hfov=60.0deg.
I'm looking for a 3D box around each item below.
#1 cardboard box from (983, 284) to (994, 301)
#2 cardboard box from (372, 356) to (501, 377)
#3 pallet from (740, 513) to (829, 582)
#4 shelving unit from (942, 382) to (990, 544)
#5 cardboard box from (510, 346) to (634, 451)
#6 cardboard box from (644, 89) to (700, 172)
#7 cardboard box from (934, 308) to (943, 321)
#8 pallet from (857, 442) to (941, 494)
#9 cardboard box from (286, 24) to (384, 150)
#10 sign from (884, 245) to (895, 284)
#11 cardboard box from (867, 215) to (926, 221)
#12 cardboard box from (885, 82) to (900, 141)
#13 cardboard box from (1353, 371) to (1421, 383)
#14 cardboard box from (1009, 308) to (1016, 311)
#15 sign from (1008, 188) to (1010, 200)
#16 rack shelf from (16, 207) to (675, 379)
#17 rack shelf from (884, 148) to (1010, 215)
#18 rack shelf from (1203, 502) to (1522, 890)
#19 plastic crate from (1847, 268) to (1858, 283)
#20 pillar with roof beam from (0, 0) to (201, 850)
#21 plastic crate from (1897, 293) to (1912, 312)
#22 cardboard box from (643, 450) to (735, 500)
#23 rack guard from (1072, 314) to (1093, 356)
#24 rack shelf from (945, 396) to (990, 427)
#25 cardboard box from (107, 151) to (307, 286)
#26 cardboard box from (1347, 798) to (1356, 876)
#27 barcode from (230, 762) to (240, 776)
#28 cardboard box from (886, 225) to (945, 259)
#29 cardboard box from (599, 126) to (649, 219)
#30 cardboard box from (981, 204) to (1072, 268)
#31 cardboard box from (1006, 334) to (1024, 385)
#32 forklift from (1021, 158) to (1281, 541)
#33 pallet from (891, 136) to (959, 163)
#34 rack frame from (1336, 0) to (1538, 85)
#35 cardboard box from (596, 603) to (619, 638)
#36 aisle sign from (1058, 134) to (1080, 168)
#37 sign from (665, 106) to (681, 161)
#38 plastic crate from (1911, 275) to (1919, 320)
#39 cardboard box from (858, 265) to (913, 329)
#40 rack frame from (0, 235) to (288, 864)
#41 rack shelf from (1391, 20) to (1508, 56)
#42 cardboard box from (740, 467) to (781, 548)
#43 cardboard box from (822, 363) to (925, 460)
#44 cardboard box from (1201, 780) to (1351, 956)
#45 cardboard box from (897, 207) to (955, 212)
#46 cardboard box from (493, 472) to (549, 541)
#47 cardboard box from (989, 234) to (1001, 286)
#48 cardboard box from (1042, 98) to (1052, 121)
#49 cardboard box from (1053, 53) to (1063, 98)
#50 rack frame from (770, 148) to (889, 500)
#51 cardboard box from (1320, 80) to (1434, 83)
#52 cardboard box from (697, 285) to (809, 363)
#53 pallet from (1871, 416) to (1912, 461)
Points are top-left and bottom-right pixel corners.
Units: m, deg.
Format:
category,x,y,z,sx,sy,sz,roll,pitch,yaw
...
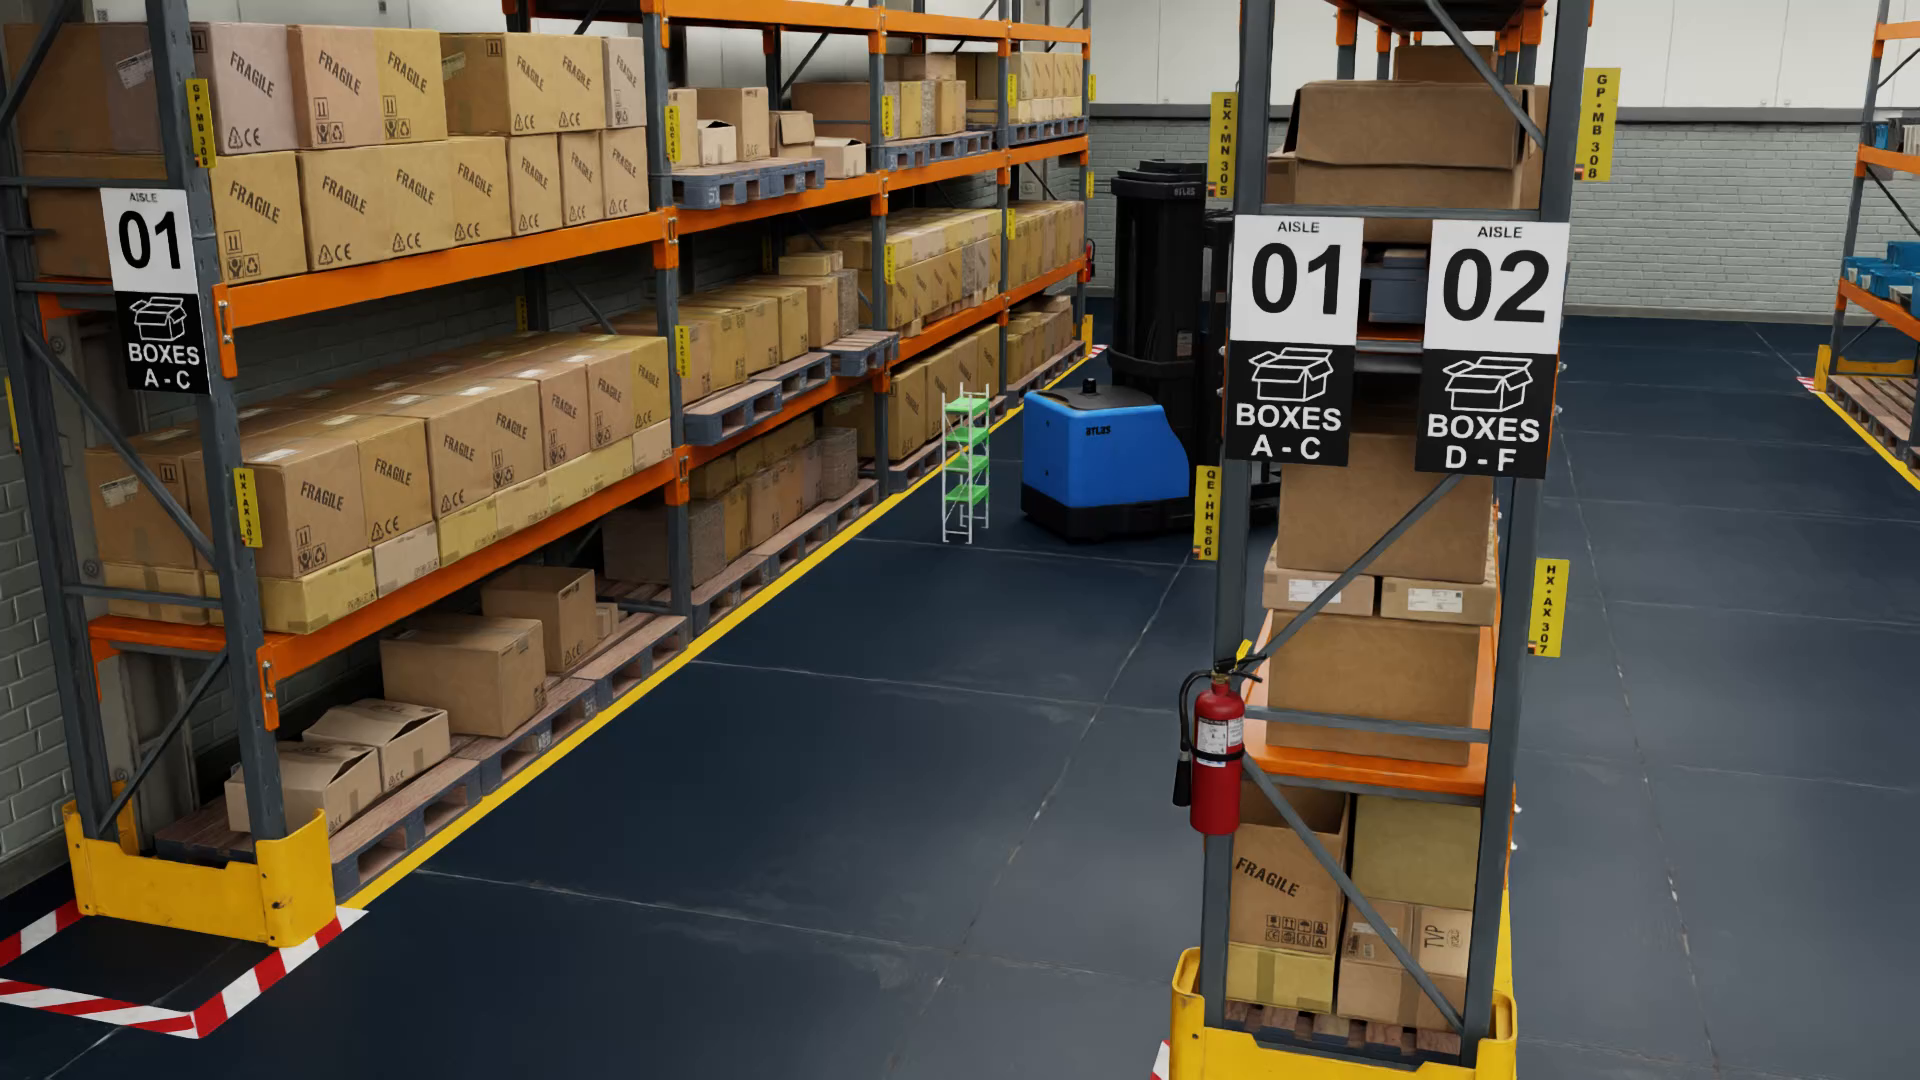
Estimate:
category,x,y,z,sx,sy,sz,roll,pitch,yaw
cardboard box,0.142,-2.605,17.442,0.380,0.149,0.250,5,17,17
cardboard box,-2.889,-0.728,9.265,0.500,0.500,0.500,5,17,17
pallet,-1.693,0.016,12.888,1.003,0.211,1.213,5,16,16
shelving unit,0.047,-0.621,13.318,0.258,1.200,0.503,5,16,16
cardboard box,-2.232,-0.822,9.593,0.500,0.500,0.500,5,16,16
cardboard box,-2.026,-2.632,10.662,0.500,0.500,0.500,7,17,24
cardboard box,-0.380,-2.208,16.039,0.380,0.149,0.250,5,17,16
pallet,-0.825,-0.707,15.437,1.003,0.211,1.213,5,16,16
cardboard box,-2.861,-1.947,7.146,0.500,0.500,0.500,4,16,15
sign,-0.598,-2.328,14.063,0.100,0.325,0.005,5,16,16
cardboard box,-0.645,-3.088,16.578,0.500,0.250,0.500,4,16,14
cardboard box,-0.938,-3.825,14.833,0.700,0.500,0.500,4,16,13
cardboard box,1.803,-0.450,6.856,0.700,0.500,0.500,5,16,16
cardboard box,0.462,-2.712,20.017,0.380,0.149,0.250,4,16,15
sign,0.622,-4.441,21.757,0.100,0.325,0.005,5,16,16
rack shelf,-2.826,-1.376,8.504,1.077,0.370,4.000,5,16,16
rack shelf,-0.553,-3.469,15.883,1.077,0.370,4.000,5,16,16
rack shelf,1.924,0.451,7.562,1.077,0.370,4.000,5,16,16
plastic crate,10.095,-2.959,18.637,0.250,0.136,0.298,5,16,16
pillar with roof beam,0.103,-2.558,5.857,9.100,9.000,0.400,5,16,16
plastic crate,9.575,-2.337,16.466,0.437,0.125,0.590,5,16,16
cardboard box,-1.943,-0.481,11.929,0.500,0.250,0.500,4,16,15
rack guard,1.159,-2.745,22.092,1.175,0.500,0.348,5,16,16
rack shelf,0.047,-1.021,13.205,0.258,0.148,0.480,5,16,16
cardboard box,-3.060,-1.324,6.785,0.500,0.500,0.500,5,17,17
cardboard box,1.496,1.323,7.439,0.500,0.250,0.500,5,16,16
barcode,-3.490,1.112,8.016,0.001,0.075,0.075,5,16,16
cardboard box,-0.455,-2.781,15.497,0.500,0.250,0.500,5,17,16
cardboard box,-2.165,-2.151,9.698,0.500,0.500,0.500,5,17,17
cardboard box,0.821,-3.760,20.540,0.980,0.700,0.700,4,16,15
cardboard box,0.326,-2.082,18.984,0.700,0.500,0.500,5,17,17
forklift,2.079,-1.639,13.736,3.031,2.935,1.130,-6,17,-21
pallet,-0.674,-3.666,15.607,1.003,0.211,1.213,5,17,18
rack frame,2.493,-3.305,8.490,1.000,3.000,0.127,5,16,16
cardboard box,-2.381,0.492,10.485,0.380,0.166,0.250,2,16,9
aisle sign,1.460,-5.188,21.358,0.394,0.787,0.004,5,16,16
sign,-1.735,-2.454,10.039,0.100,0.325,0.005,5,16,16
plastic crate,9.320,-2.296,15.848,0.392,0.384,0.575,5,16,16
cardboard box,-0.738,-2.157,14.671,0.500,0.500,0.500,5,17,18
rack frame,-3.395,0.244,6.970,1.000,3.000,0.127,5,16,16
rack shelf,4.198,-4.336,14.177,1.077,0.370,4.000,5,16,16
cardboard box,-1.782,-0.274,12.574,0.700,0.500,0.500,5,17,17
cardboard box,-0.786,-1.199,15.228,0.750,0.750,0.750,4,16,15
cardboard box,1.223,1.224,6.411,0.500,0.500,0.500,5,16,16
cardboard box,-0.365,-3.356,17.527,0.500,0.250,0.500,5,17,18
cardboard box,-2.521,-0.198,8.768,0.500,0.250,0.500,5,17,16
cardboard box,0.126,-2.955,17.487,0.500,0.500,0.500,4,16,15
cardboard box,0.762,-4.943,19.086,0.500,0.250,0.500,4,16,14
cardboard box,0.913,-5.443,19.475,0.500,0.500,0.500,4,16,13
rack frame,-1.121,-1.848,14.349,1.000,3.000,0.127,5,16,16
cardboard box,2.097,-2.068,8.417,0.500,0.500,0.500,6,17,20
cardboard box,-1.578,-1.657,12.684,0.700,0.500,0.500,5,16,16
pallet,9.686,-0.981,16.400,1.003,0.211,1.213,5,16,16
